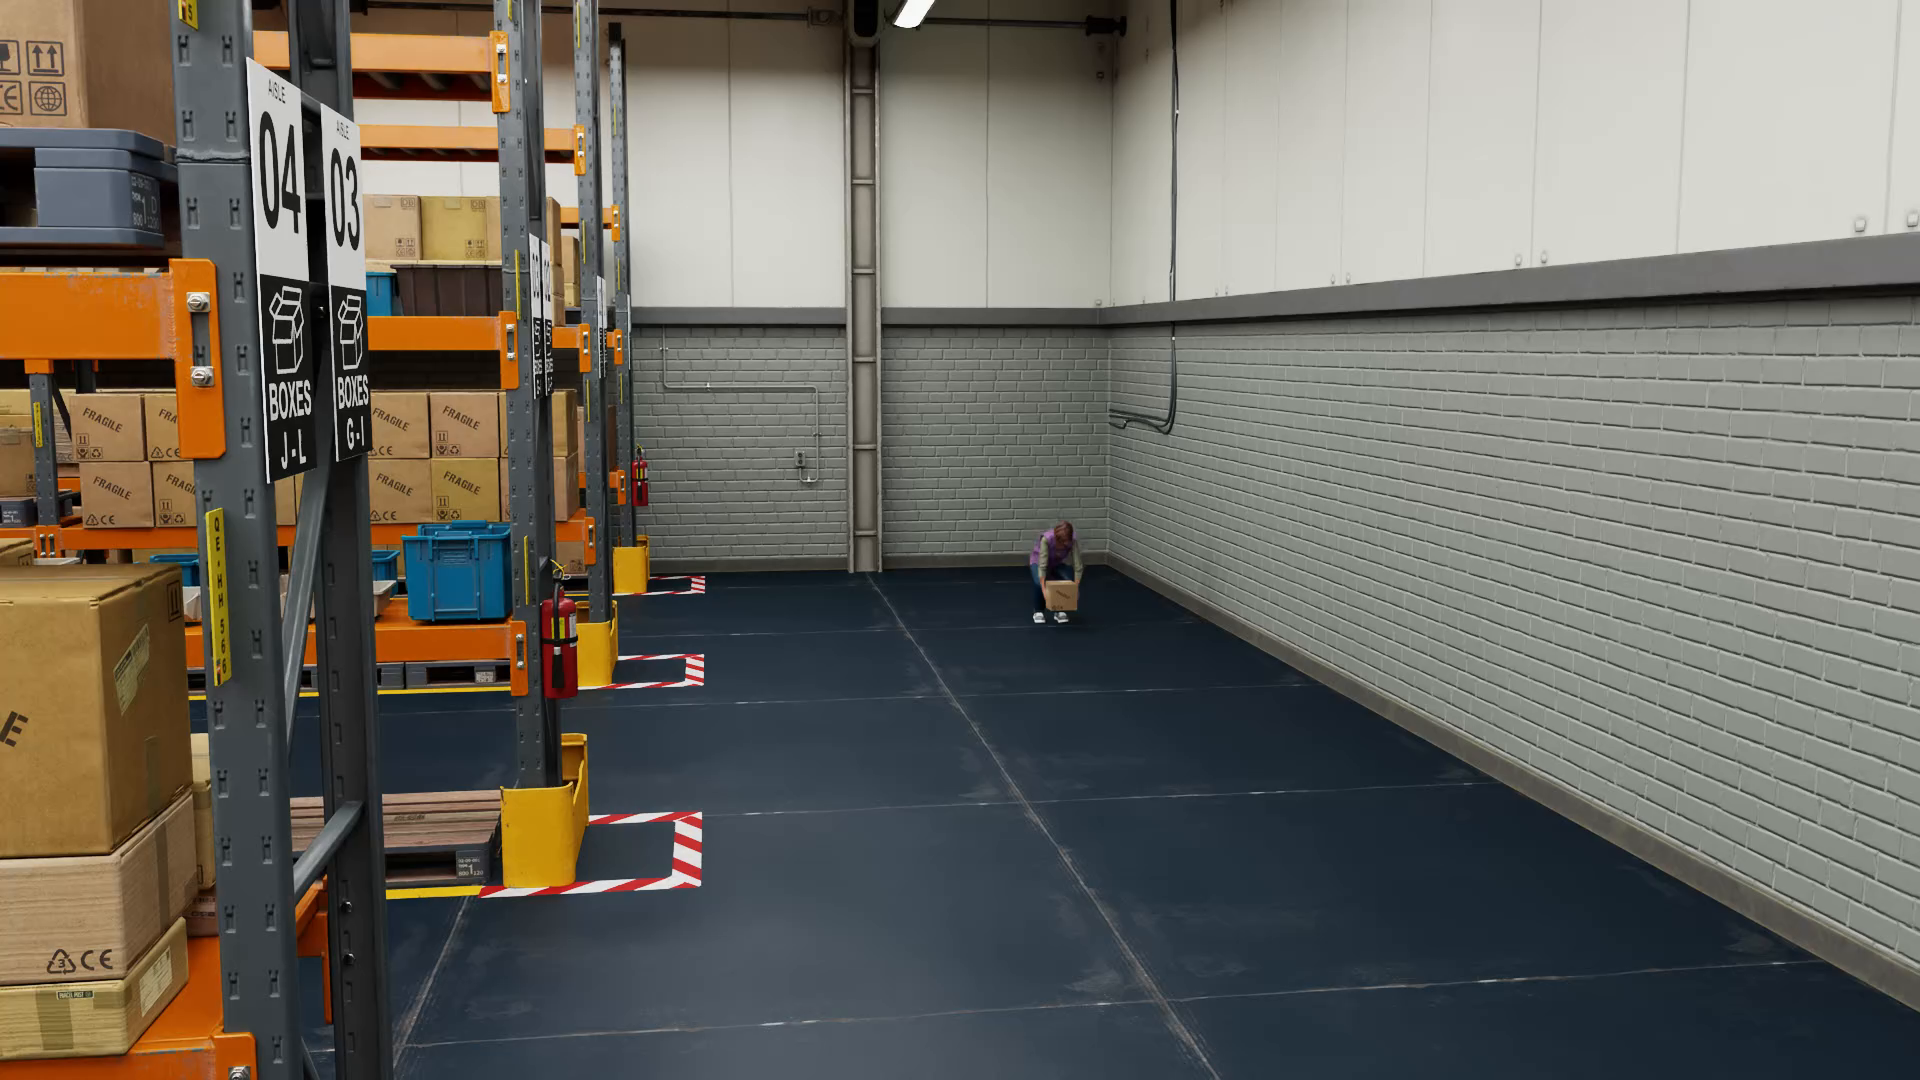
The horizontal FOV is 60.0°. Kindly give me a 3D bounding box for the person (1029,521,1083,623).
[{"bbox_3d":[0.917,0.303,16.000,0.455,1.003,0.762,-1,7,-9],"label":"person"}]
